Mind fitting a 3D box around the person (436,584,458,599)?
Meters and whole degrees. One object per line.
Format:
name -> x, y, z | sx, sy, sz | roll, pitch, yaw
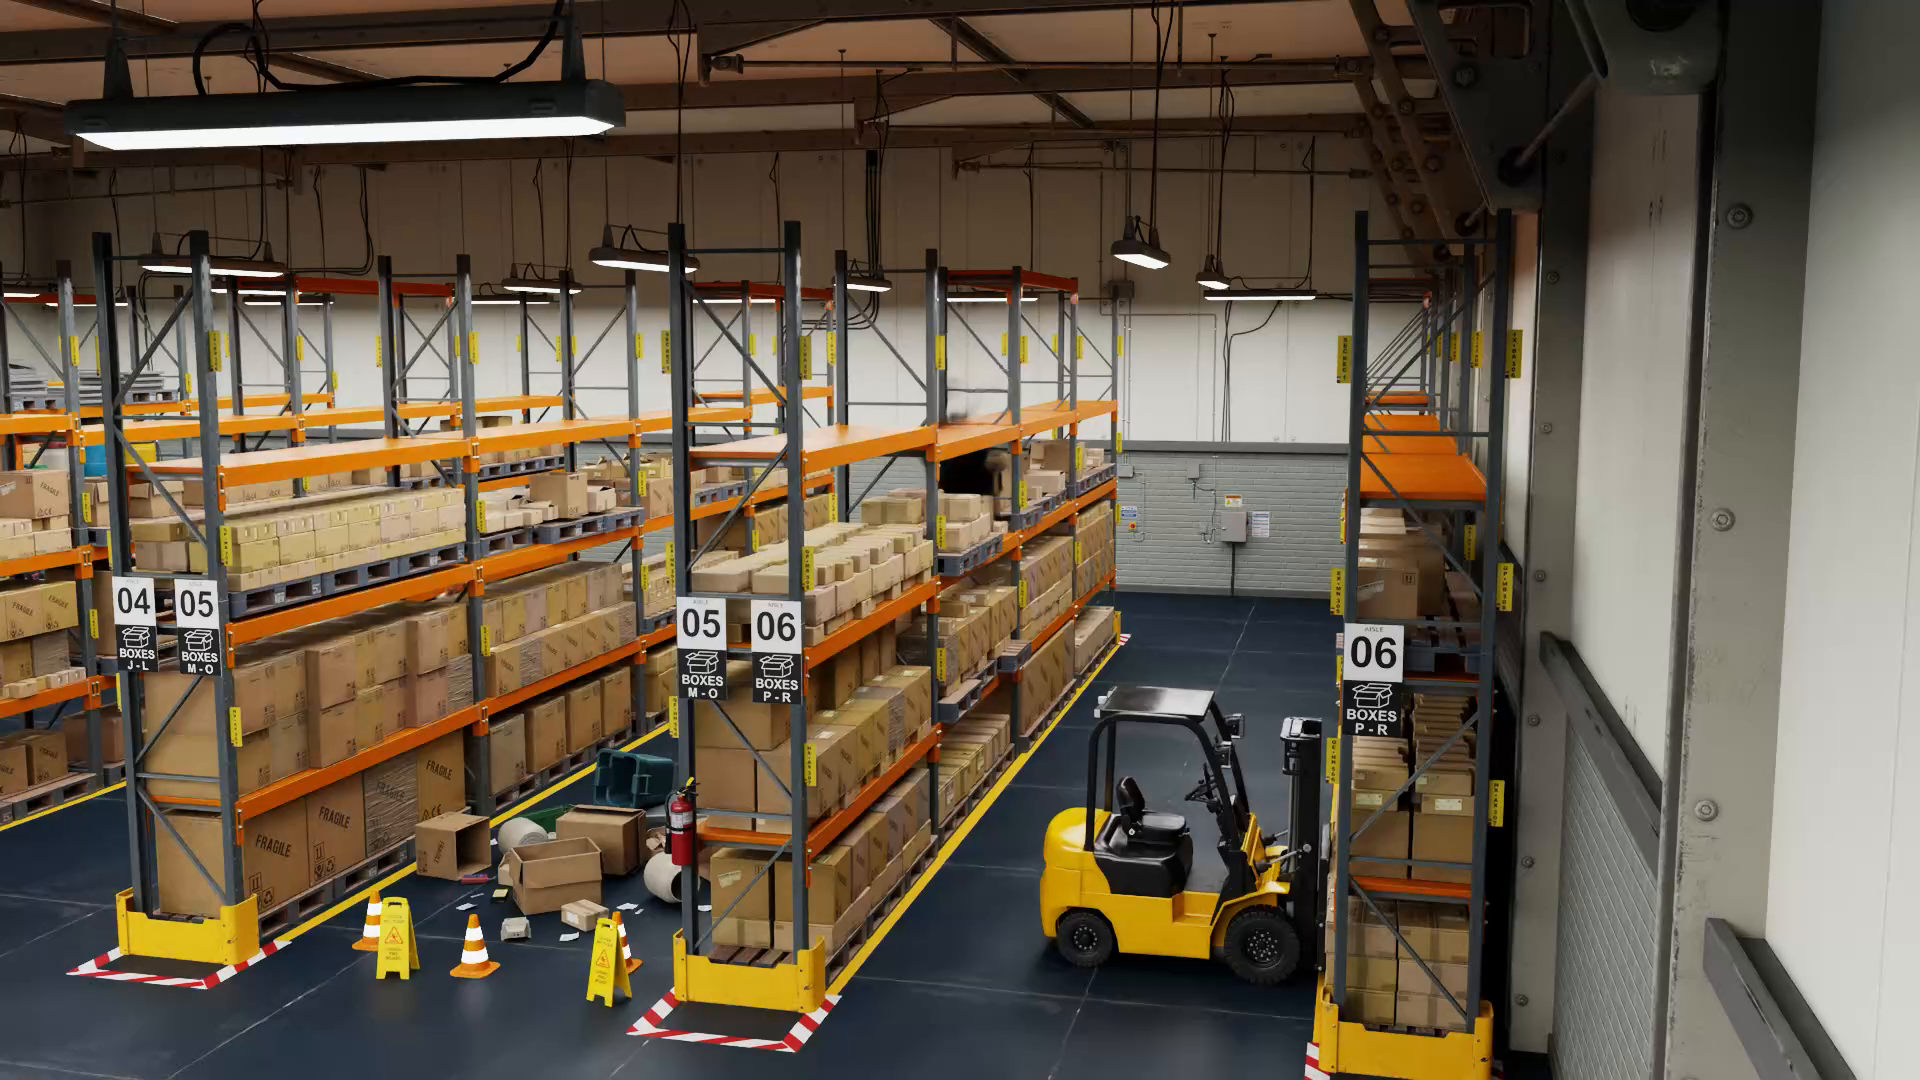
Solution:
person -> -7.283, 1.400, 23.745 | 0.669, 1.816, 0.804 | 1, 7, 7
